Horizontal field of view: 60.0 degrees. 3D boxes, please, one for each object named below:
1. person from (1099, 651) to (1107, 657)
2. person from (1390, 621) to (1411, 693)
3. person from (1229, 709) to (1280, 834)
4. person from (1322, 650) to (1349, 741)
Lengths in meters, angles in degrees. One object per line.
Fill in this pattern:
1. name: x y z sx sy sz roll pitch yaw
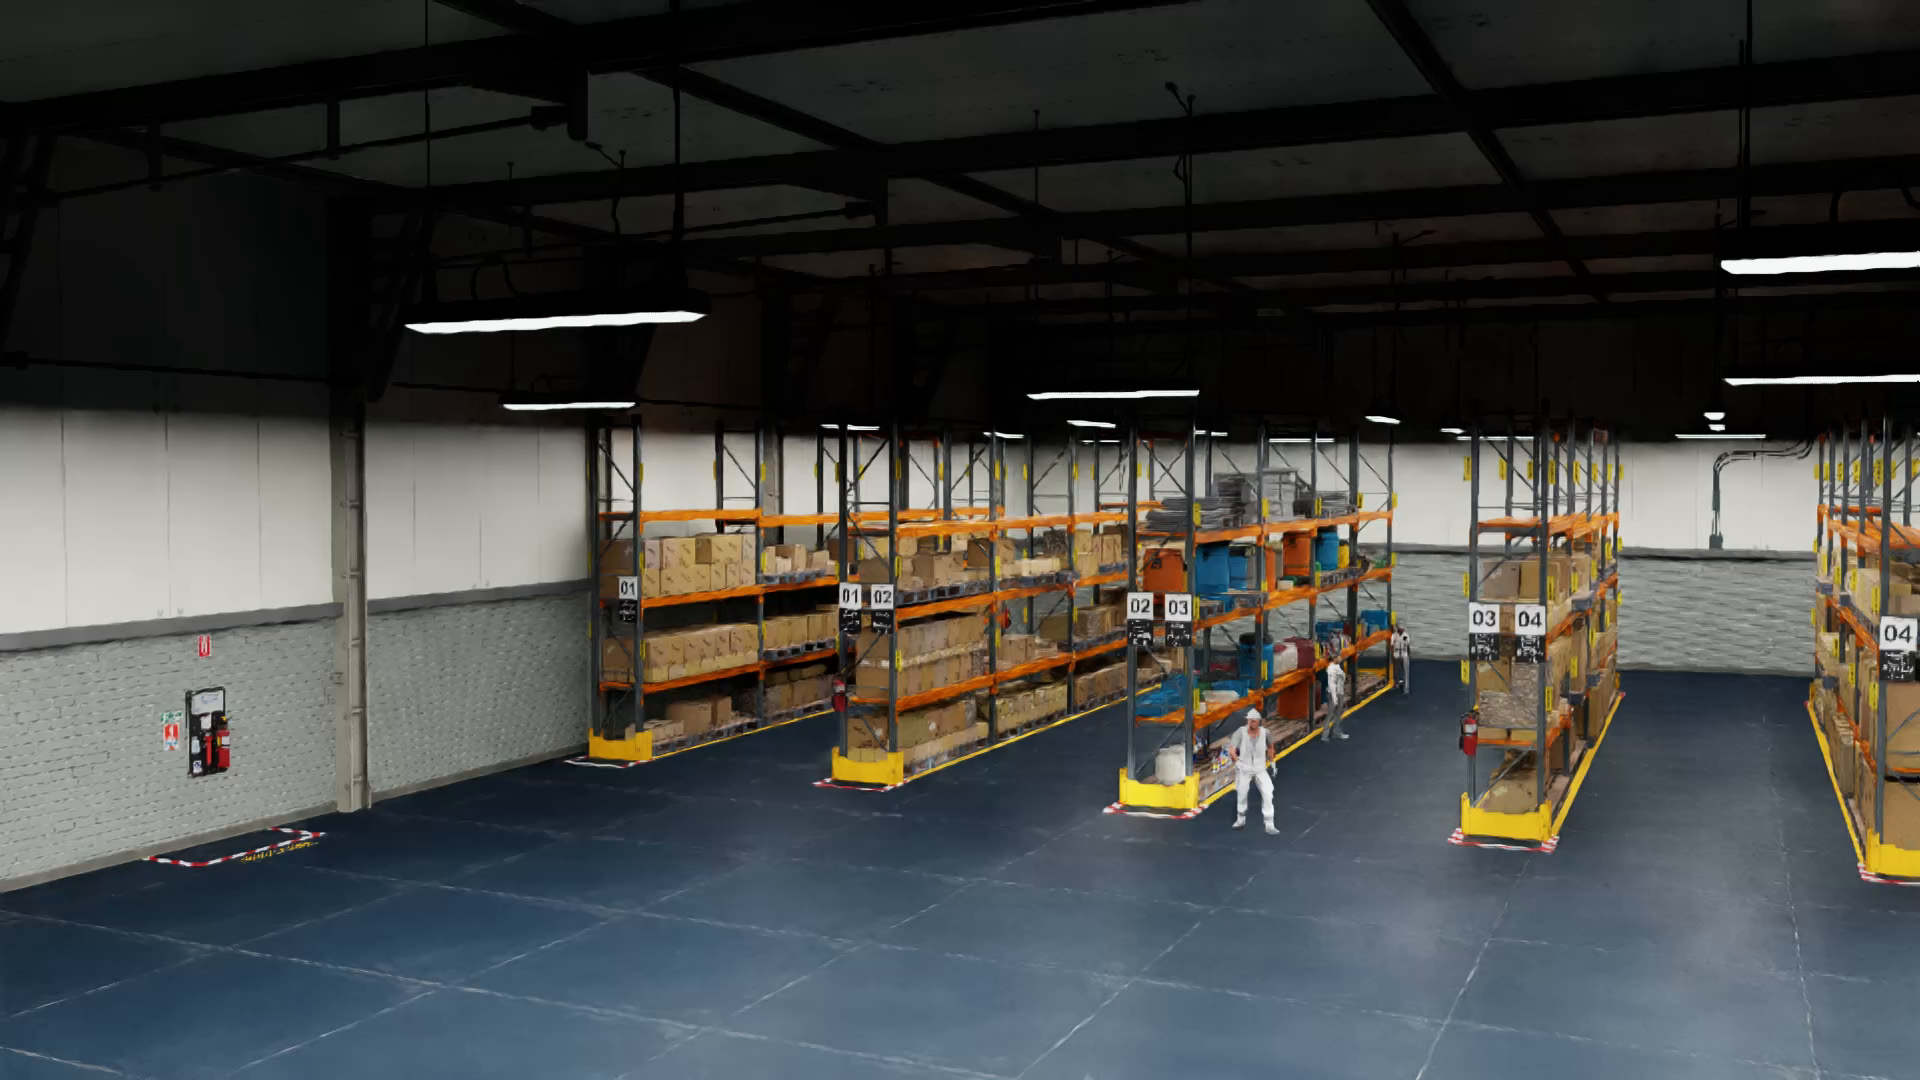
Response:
1. person: 3.657 2.437 41.903 0.440 1.666 0.550 0 2 0
2. person: 9.982 2.627 37.702 0.448 1.618 0.997 1 2 16
3. person: 4.075 3.181 23.083 0.688 1.719 0.822 0 2 8
4. person: 6.973 2.874 30.972 0.372 1.677 0.623 2 3 37
